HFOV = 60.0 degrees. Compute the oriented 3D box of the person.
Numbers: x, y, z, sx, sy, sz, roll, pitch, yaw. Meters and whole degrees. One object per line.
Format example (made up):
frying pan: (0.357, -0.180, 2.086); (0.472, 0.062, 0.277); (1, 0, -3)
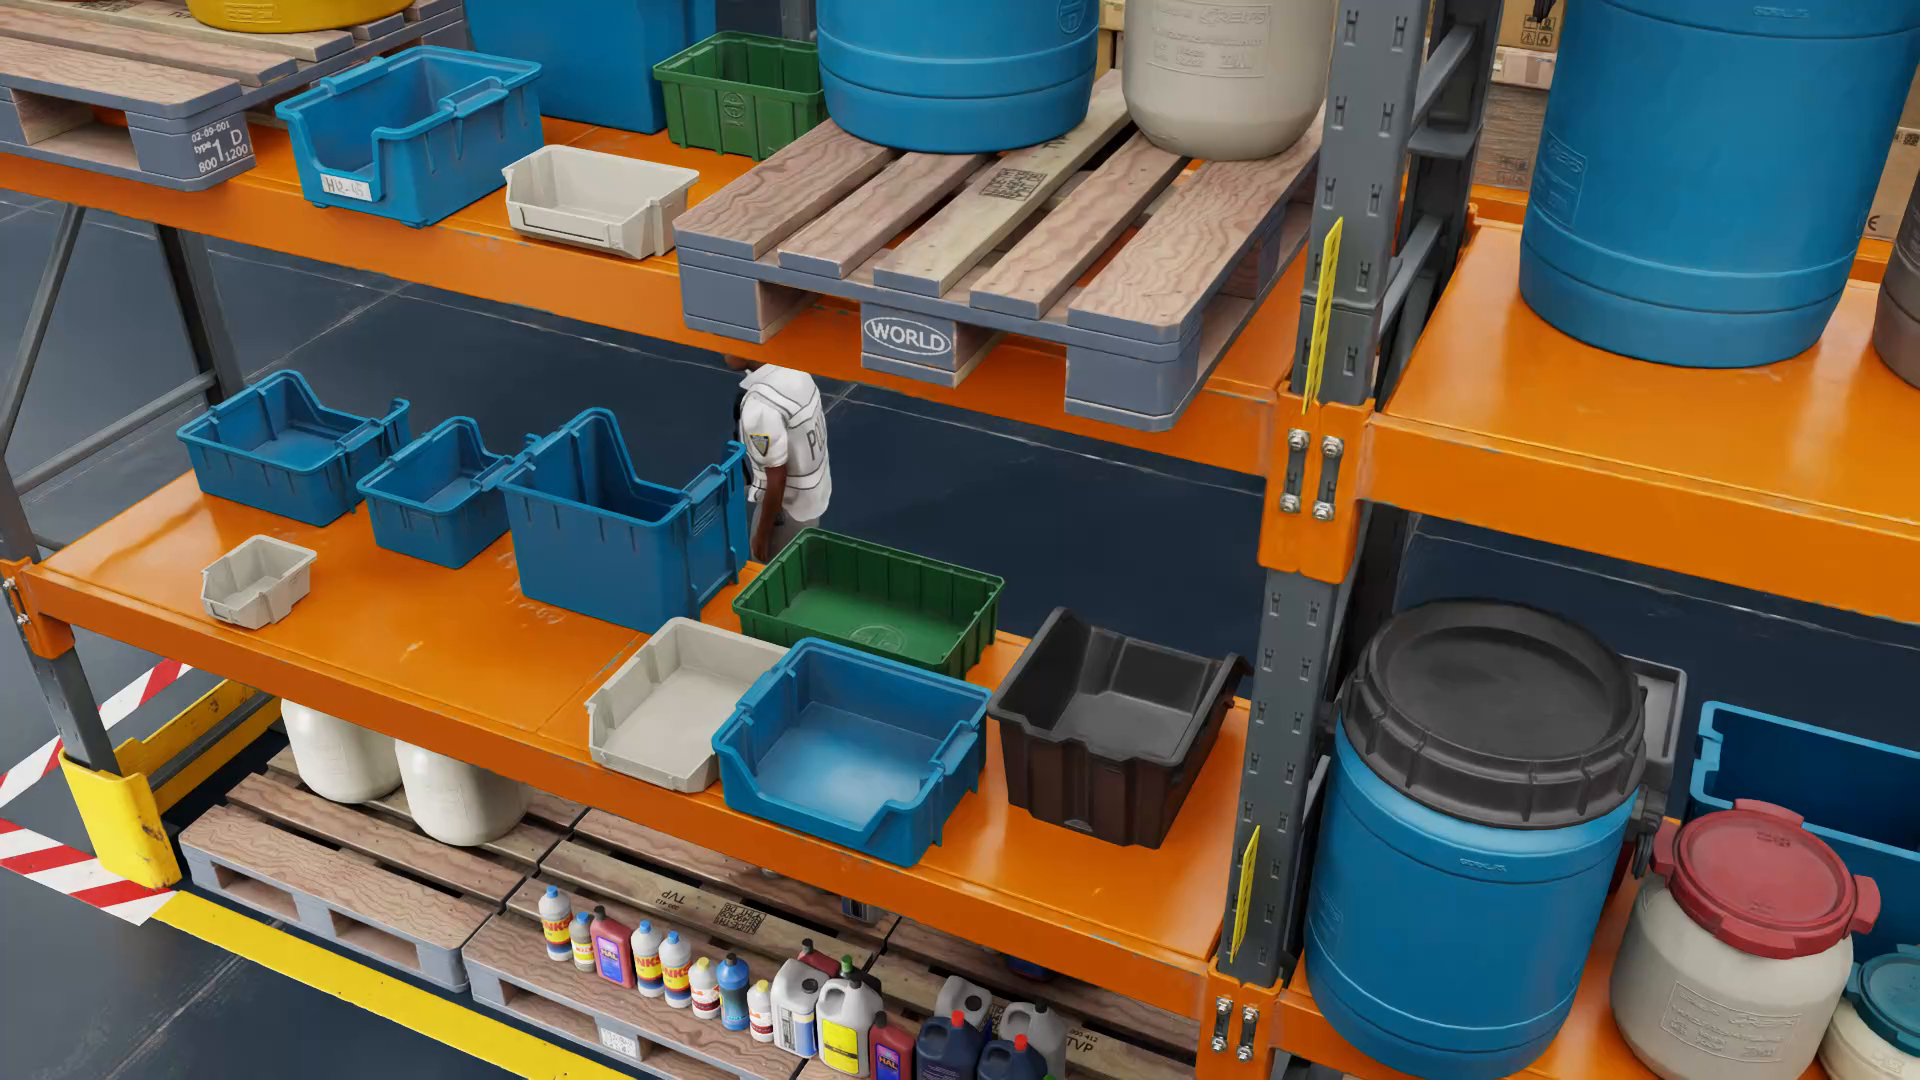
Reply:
person: (-0.690, -0.142, 6.355); (0.396, 1.658, 0.505); (4, 34, 5)
